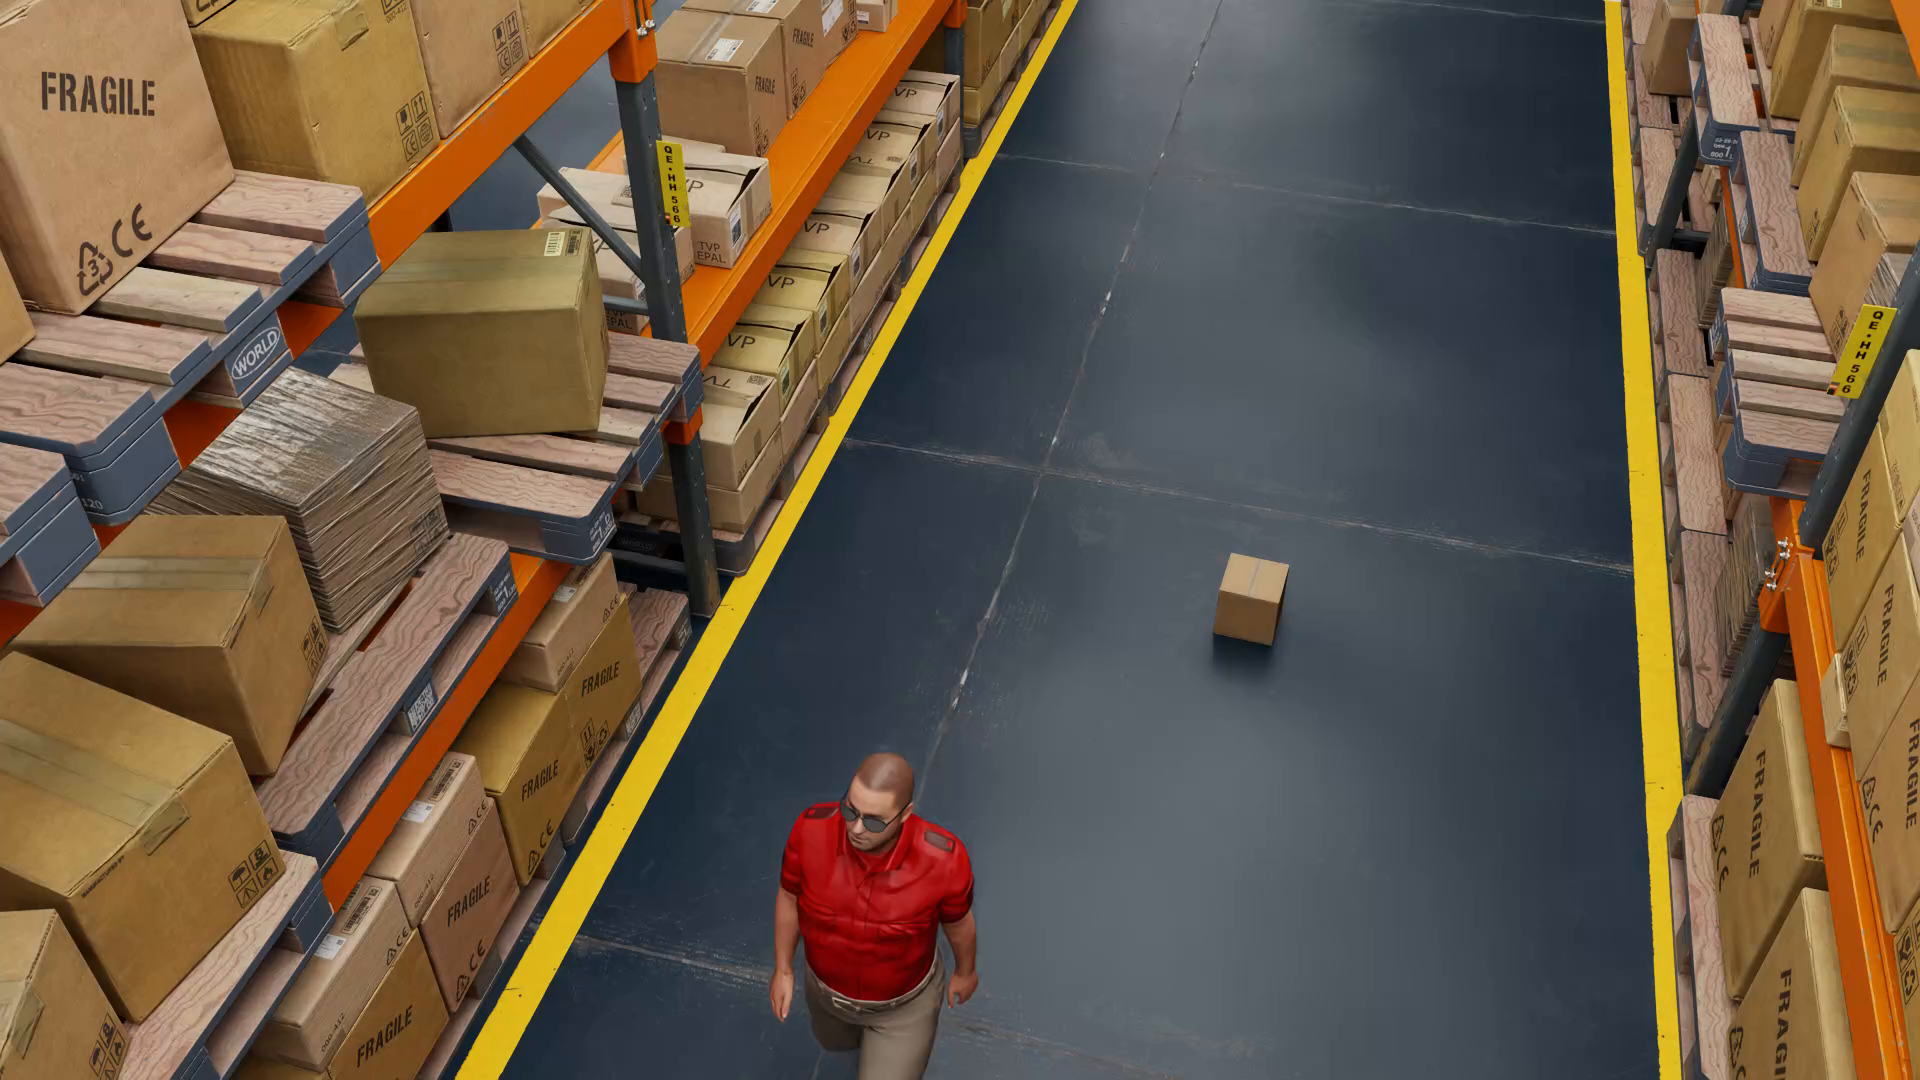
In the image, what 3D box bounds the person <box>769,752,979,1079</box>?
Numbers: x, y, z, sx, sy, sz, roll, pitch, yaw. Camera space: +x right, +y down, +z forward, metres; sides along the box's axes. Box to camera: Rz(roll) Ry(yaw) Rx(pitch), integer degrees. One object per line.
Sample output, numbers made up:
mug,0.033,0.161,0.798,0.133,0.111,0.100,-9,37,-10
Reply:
person,-0.250,1.224,4.751,0.553,1.676,0.969,14,43,15
